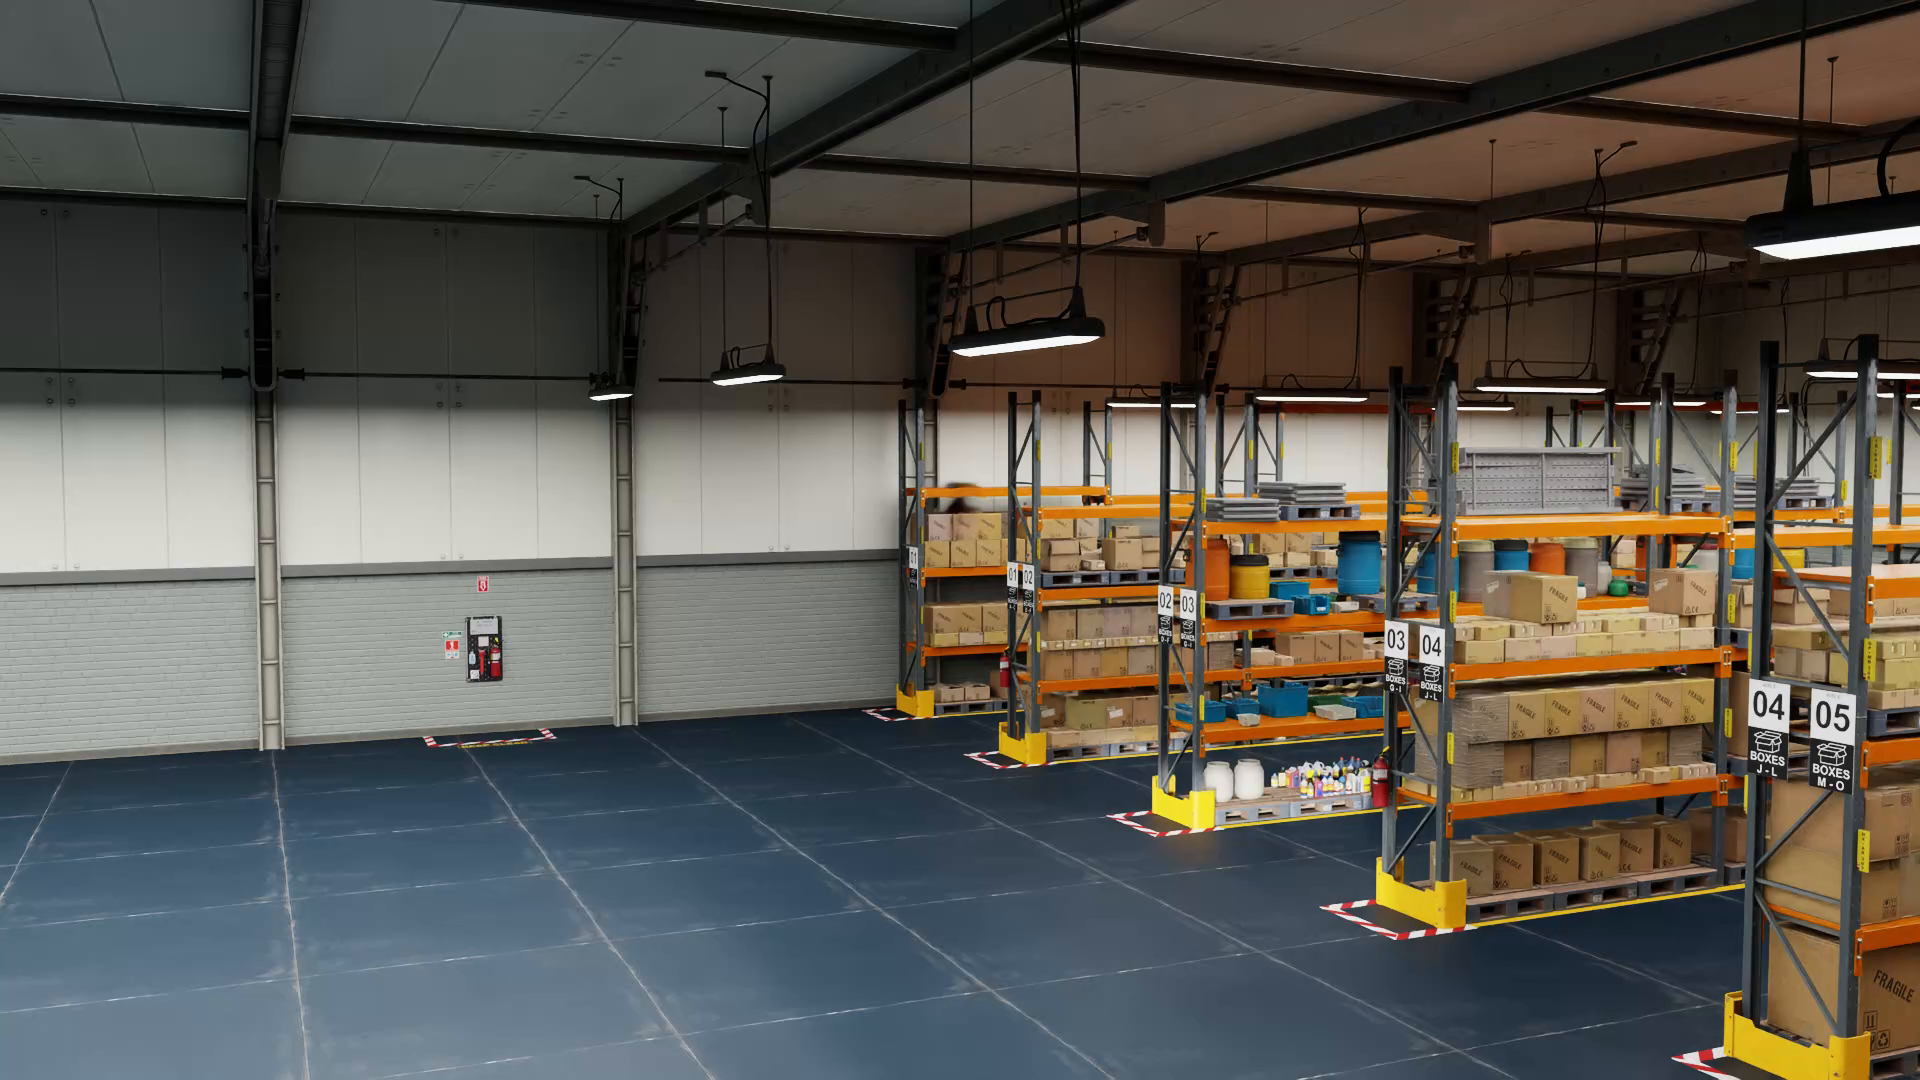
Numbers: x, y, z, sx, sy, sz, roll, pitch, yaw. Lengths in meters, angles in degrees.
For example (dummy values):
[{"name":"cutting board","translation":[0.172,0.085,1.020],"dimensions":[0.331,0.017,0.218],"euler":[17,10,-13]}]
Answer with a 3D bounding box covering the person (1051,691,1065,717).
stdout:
[{"name":"person","translation":[1.830,2.602,30.139],"dimensions":[0.488,1.745,0.516],"euler":[0,3,-4]}]
